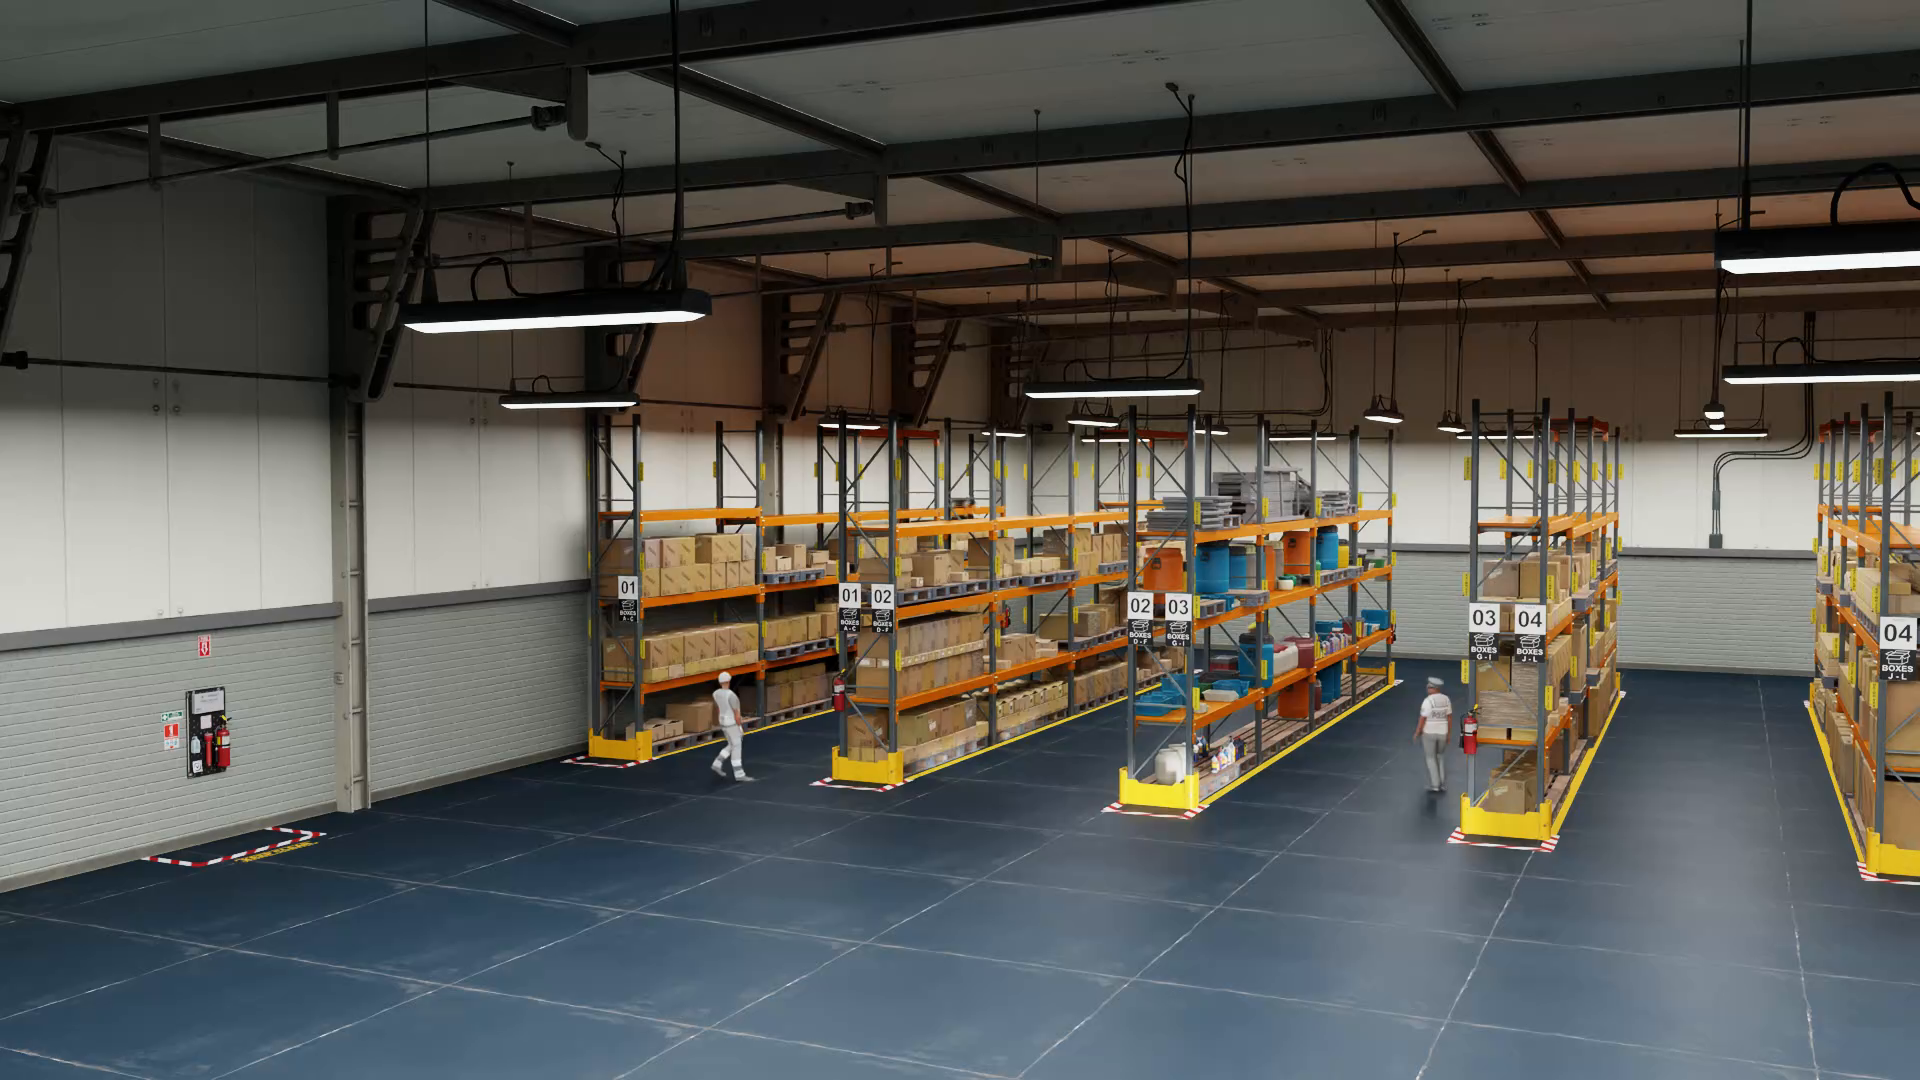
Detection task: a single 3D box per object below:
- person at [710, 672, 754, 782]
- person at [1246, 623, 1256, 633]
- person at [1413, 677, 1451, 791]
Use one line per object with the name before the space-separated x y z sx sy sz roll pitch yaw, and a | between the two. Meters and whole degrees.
person | -3.710 3.015 26.971 0.597 1.789 0.634 -1 3 -31
person | 6.346 2.636 35.991 0.513 1.704 1.038 2 3 37
person | 7.427 3.077 26.084 0.575 1.854 0.544 -1 2 -13
